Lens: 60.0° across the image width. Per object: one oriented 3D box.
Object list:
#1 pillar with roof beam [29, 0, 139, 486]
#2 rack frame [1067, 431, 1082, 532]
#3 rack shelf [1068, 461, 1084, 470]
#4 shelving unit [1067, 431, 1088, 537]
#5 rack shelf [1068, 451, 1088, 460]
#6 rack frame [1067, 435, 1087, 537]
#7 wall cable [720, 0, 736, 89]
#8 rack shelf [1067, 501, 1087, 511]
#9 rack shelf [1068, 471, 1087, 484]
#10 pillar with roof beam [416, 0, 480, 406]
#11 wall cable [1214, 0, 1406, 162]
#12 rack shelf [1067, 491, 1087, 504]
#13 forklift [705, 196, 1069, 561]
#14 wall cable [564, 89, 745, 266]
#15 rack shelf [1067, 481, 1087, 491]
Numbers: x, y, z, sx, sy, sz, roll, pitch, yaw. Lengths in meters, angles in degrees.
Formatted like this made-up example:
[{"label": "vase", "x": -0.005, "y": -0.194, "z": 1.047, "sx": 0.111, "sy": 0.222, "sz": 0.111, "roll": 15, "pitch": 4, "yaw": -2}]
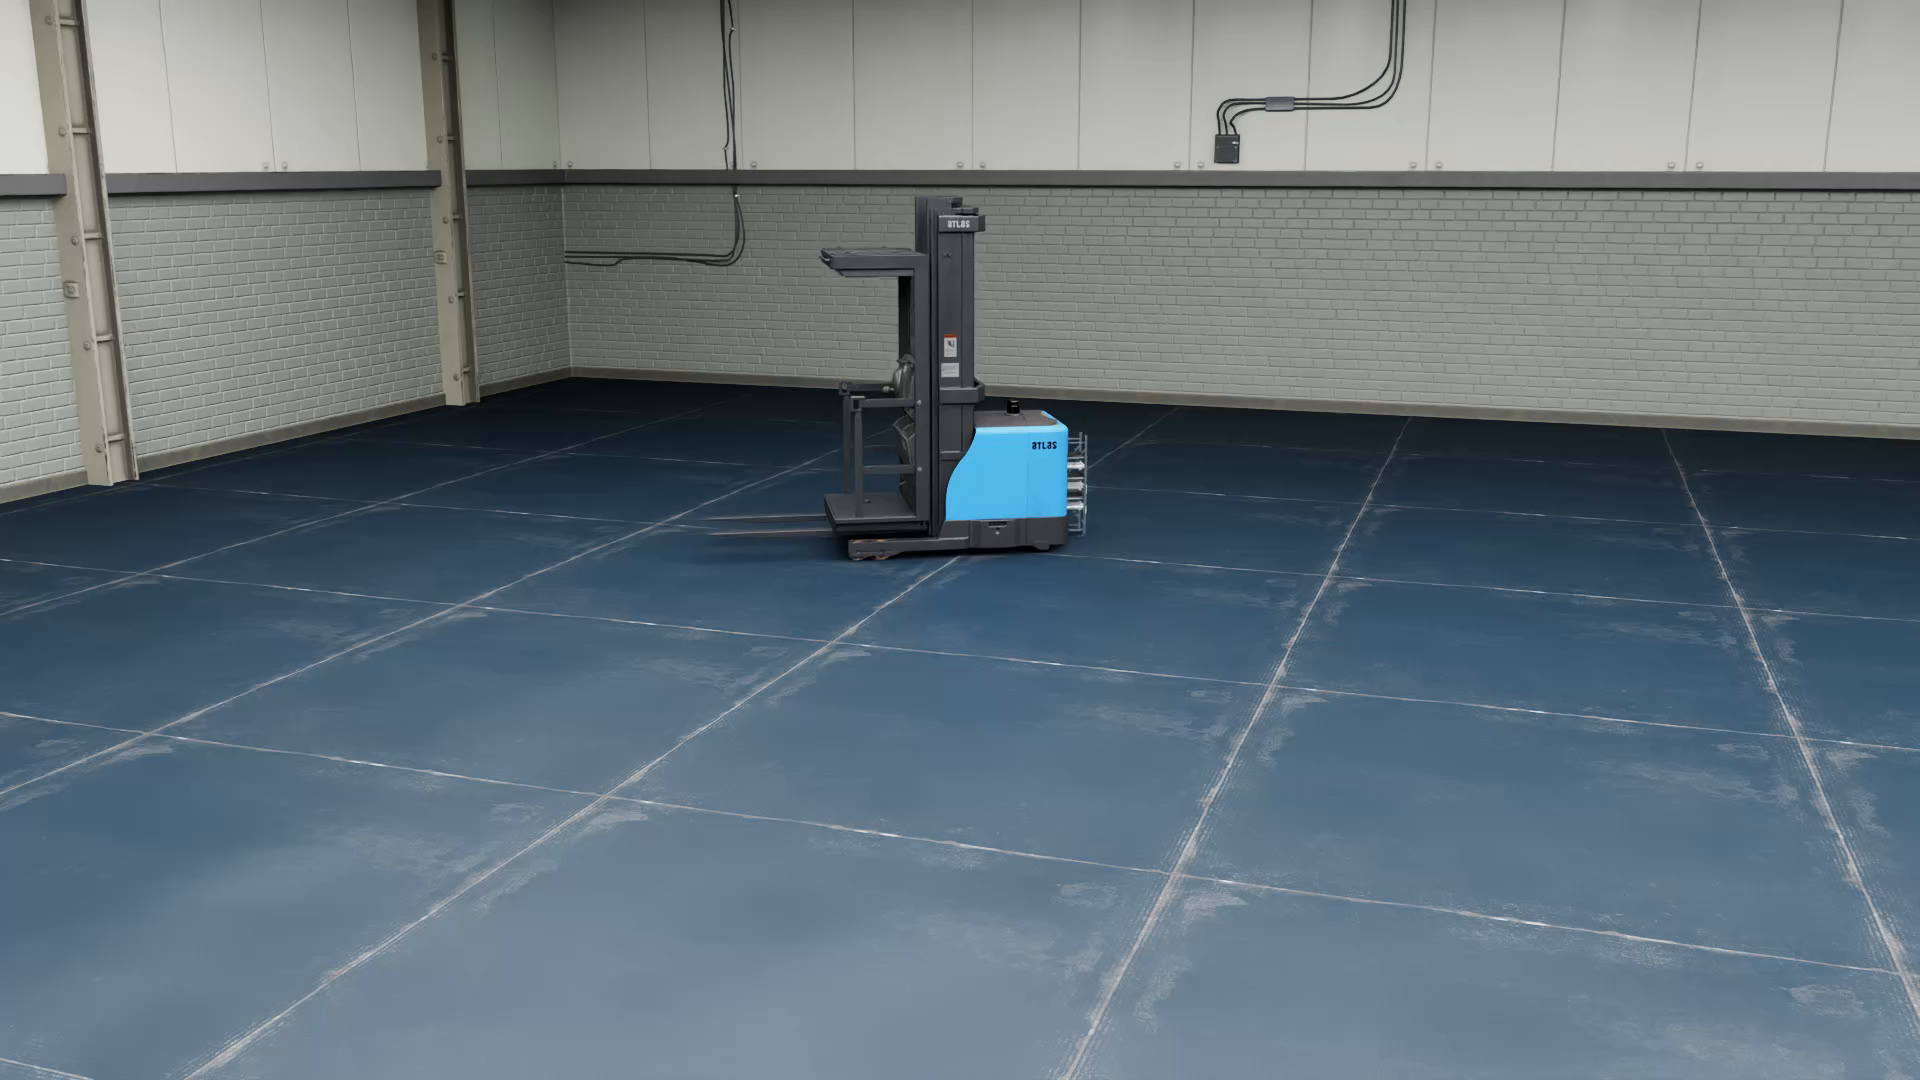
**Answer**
[{"label": "pillar with roof beam", "x": -4.650, "y": -4.679, "z": 14.765, "sx": 9.100, "sy": 9.000, "sz": 0.400, "roll": 4, "pitch": 14, "yaw": 18}, {"label": "rack frame", "x": 0.952, "y": -0.512, "z": 14.709, "sx": 0.240, "sy": 0.900, "sz": 0.006, "roll": -2, "pitch": 13, "yaw": -9}, {"label": "rack shelf", "x": 0.969, "y": -0.633, "z": 14.578, "sx": 0.258, "sy": 0.077, "sz": 0.200, "roll": -2, "pitch": 13, "yaw": -9}, {"label": "shelving unit", "x": 0.969, "y": -0.490, "z": 14.611, "sx": 0.258, "sy": 0.900, "sz": 0.210, "roll": -2, "pitch": 13, "yaw": -9}, {"label": "rack shelf", "x": 0.969, "y": -0.721, "z": 14.558, "sx": 0.258, "sy": 0.077, "sz": 0.200, "roll": -2, "pitch": 13, "yaw": -9}, {"label": "rack frame", "x": 0.985, "y": -0.468, "z": 14.513, "sx": 0.240, "sy": 0.900, "sz": 0.006, "roll": -2, "pitch": 13, "yaw": -9}, {"label": "wall cable", "x": -2.018, "y": -7.531, "z": 22.889, "sx": 3.097, "sy": 2.526, "sz": 0.112, "roll": 4, "pitch": 14, "yaw": 18}, {"label": "rack shelf", "x": 0.968, "y": -0.282, "z": 14.658, "sx": 0.258, "sy": 0.077, "sz": 0.200, "roll": -2, "pitch": 13, "yaw": -9}, {"label": "rack shelf", "x": 0.969, "y": -0.545, "z": 14.598, "sx": 0.258, "sy": 0.077, "sz": 0.200, "roll": -2, "pitch": 13, "yaw": -9}, {"label": "pillar with roof beam", "x": -2.709, "y": -5.942, "z": 20.300, "sx": 9.100, "sy": 9.000, "sz": 0.400, "roll": 4, "pitch": 14, "yaw": 18}, {"label": "wall cable", "x": 4.400, "y": -7.748, "z": 20.571, "sx": 2.305, "sy": 6.003, "sz": 0.169, "roll": 4, "pitch": 14, "yaw": 18}, {"label": "rack shelf", "x": 0.968, "y": -0.370, "z": 14.638, "sx": 0.258, "sy": 0.077, "sz": 0.200, "roll": -2, "pitch": 13, "yaw": -9}, {"label": "forklift", "x": -0.647, "y": -1.384, "z": 13.967, "sx": 3.031, "sy": 2.935, "sz": 1.130, "roll": -2, "pitch": 13, "yaw": -9}, {"label": "wall cable", "x": -4.578, "y": -5.263, "z": 24.304, "sx": 3.097, "sy": 2.526, "sz": 0.112, "roll": 4, "pitch": 14, "yaw": 18}, {"label": "rack shelf", "x": 0.968, "y": -0.458, "z": 14.618, "sx": 0.258, "sy": 0.077, "sz": 0.200, "roll": -2, "pitch": 13, "yaw": -9}]
